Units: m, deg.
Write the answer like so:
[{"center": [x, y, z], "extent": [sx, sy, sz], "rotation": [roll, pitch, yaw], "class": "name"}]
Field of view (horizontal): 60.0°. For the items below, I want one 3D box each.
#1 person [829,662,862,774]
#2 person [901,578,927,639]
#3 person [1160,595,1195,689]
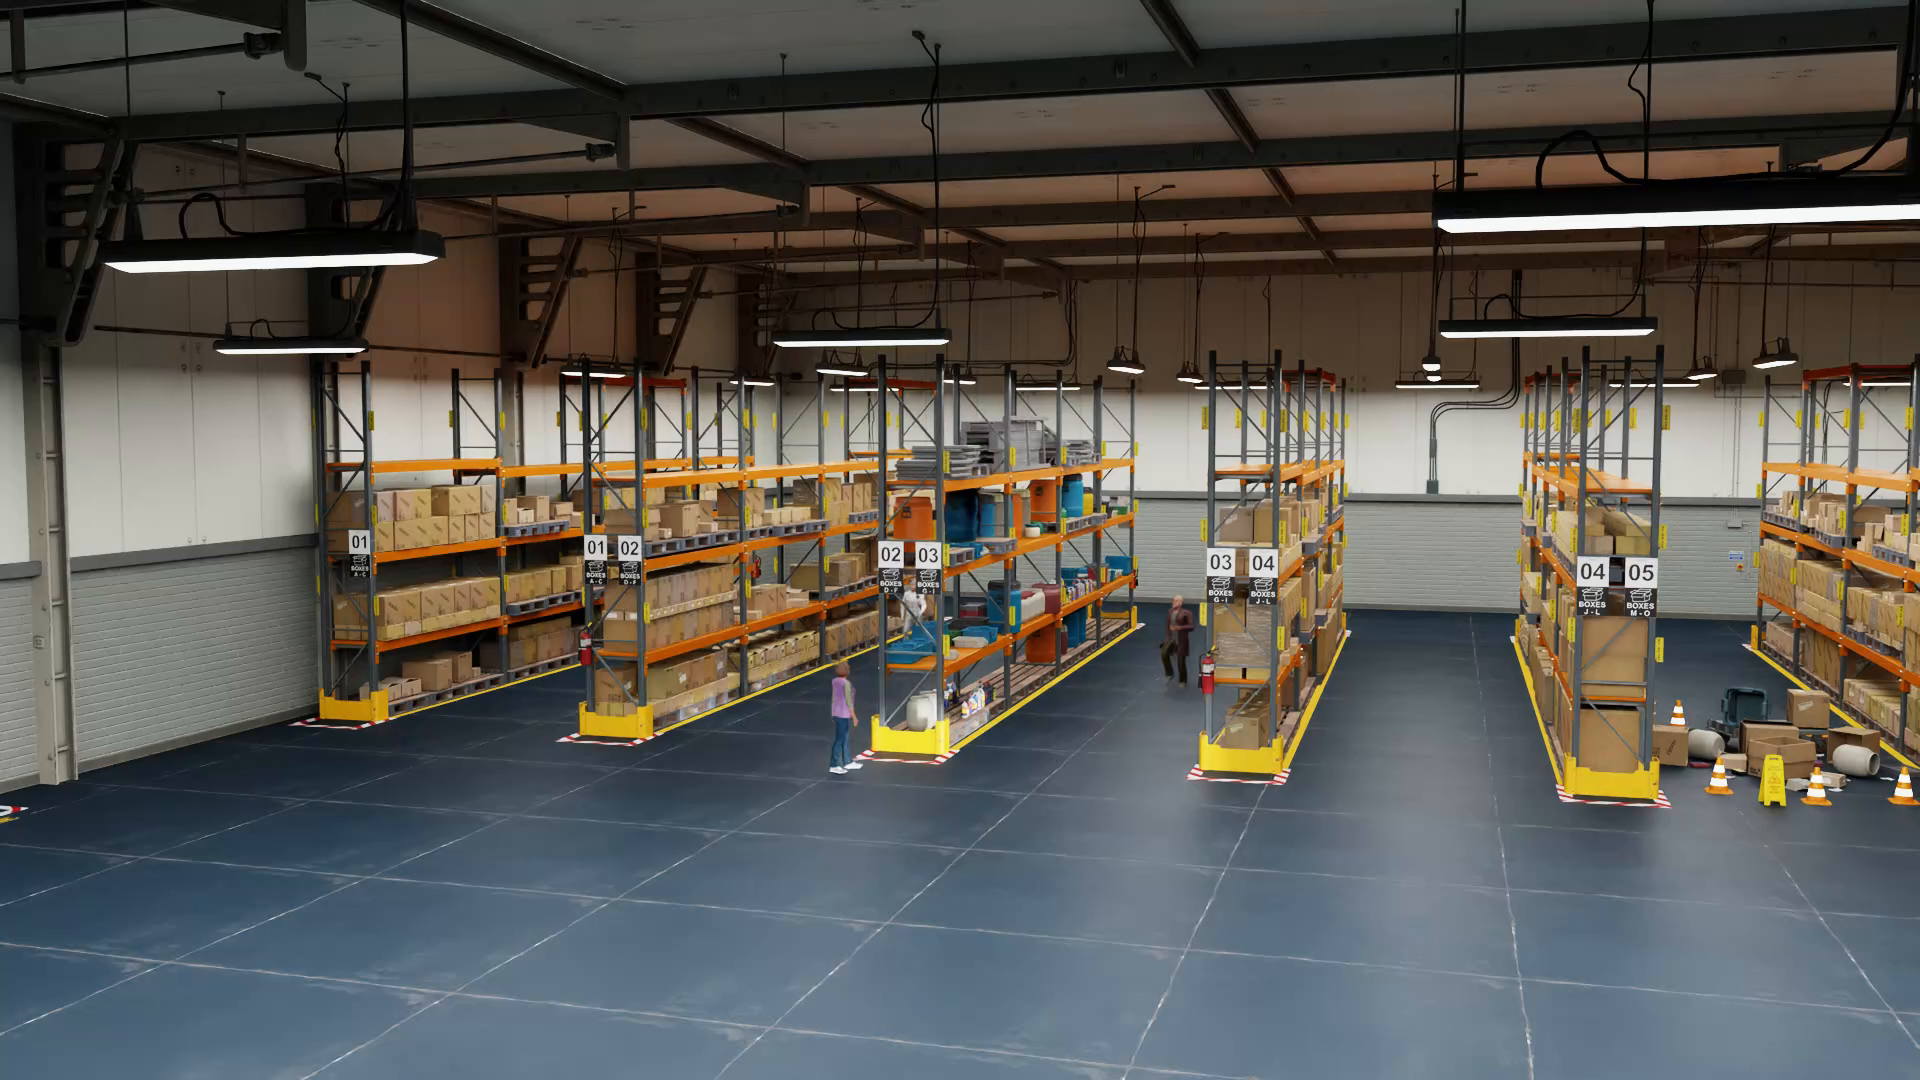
[{"center": [-1.617, 2.520, 23.725], "extent": [0.524, 1.591, 0.466], "rotation": [-1, 4, -17], "class": "person"}, {"center": [-1.013, 1.649, 35.603], "extent": [0.613, 1.672, 0.948], "rotation": [1, 4, 17], "class": "person"}, {"center": [4.041, 1.890, 30.604], "extent": [0.624, 1.753, 0.896], "rotation": [2, 4, 21], "class": "person"}]
